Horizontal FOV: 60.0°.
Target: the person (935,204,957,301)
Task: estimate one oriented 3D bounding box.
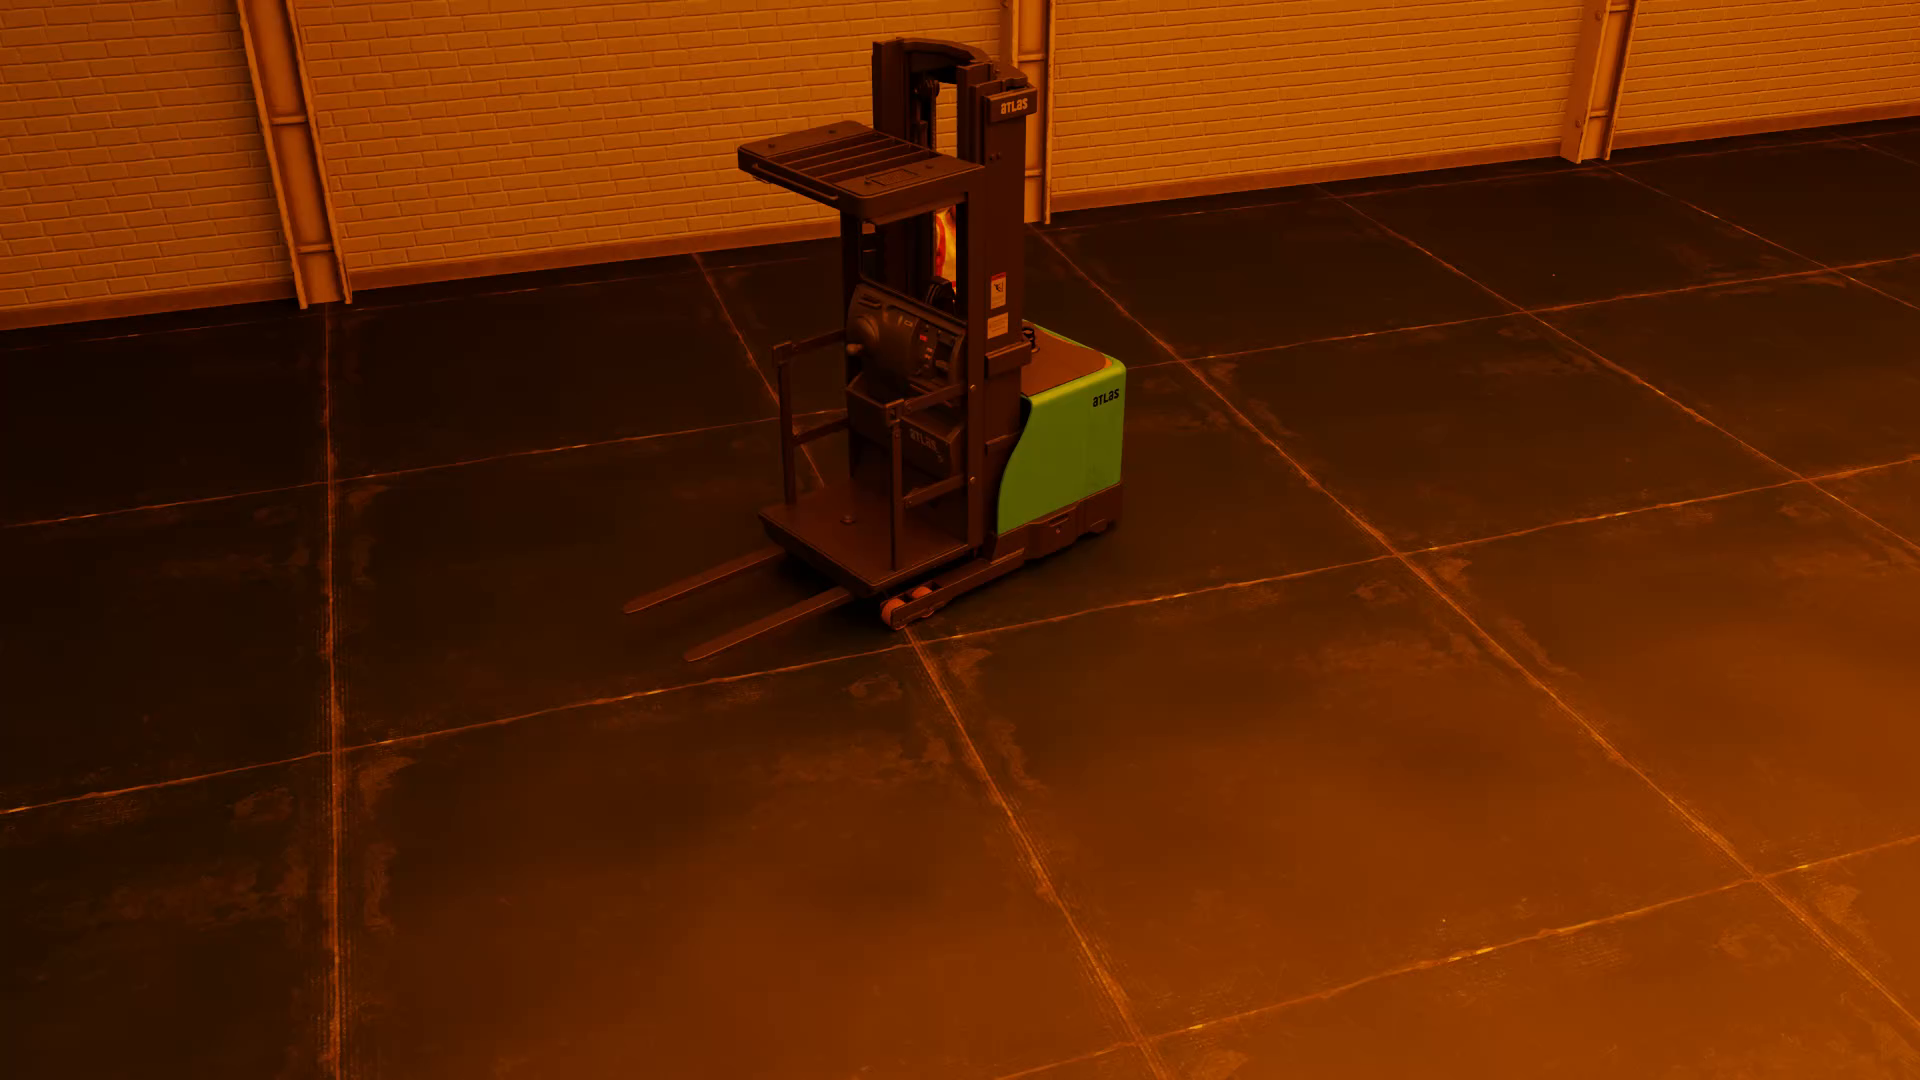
[{"bbox_3d":[-0.033,-1.522,10.888,0.675,1.781,0.471,-15,33,-24],"label":"person"}]

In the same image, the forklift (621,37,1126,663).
[{"bbox_3d":[-0.461,-1.072,8.951,3.031,2.935,1.130,-23,37,-34],"label":"forklift"}]
